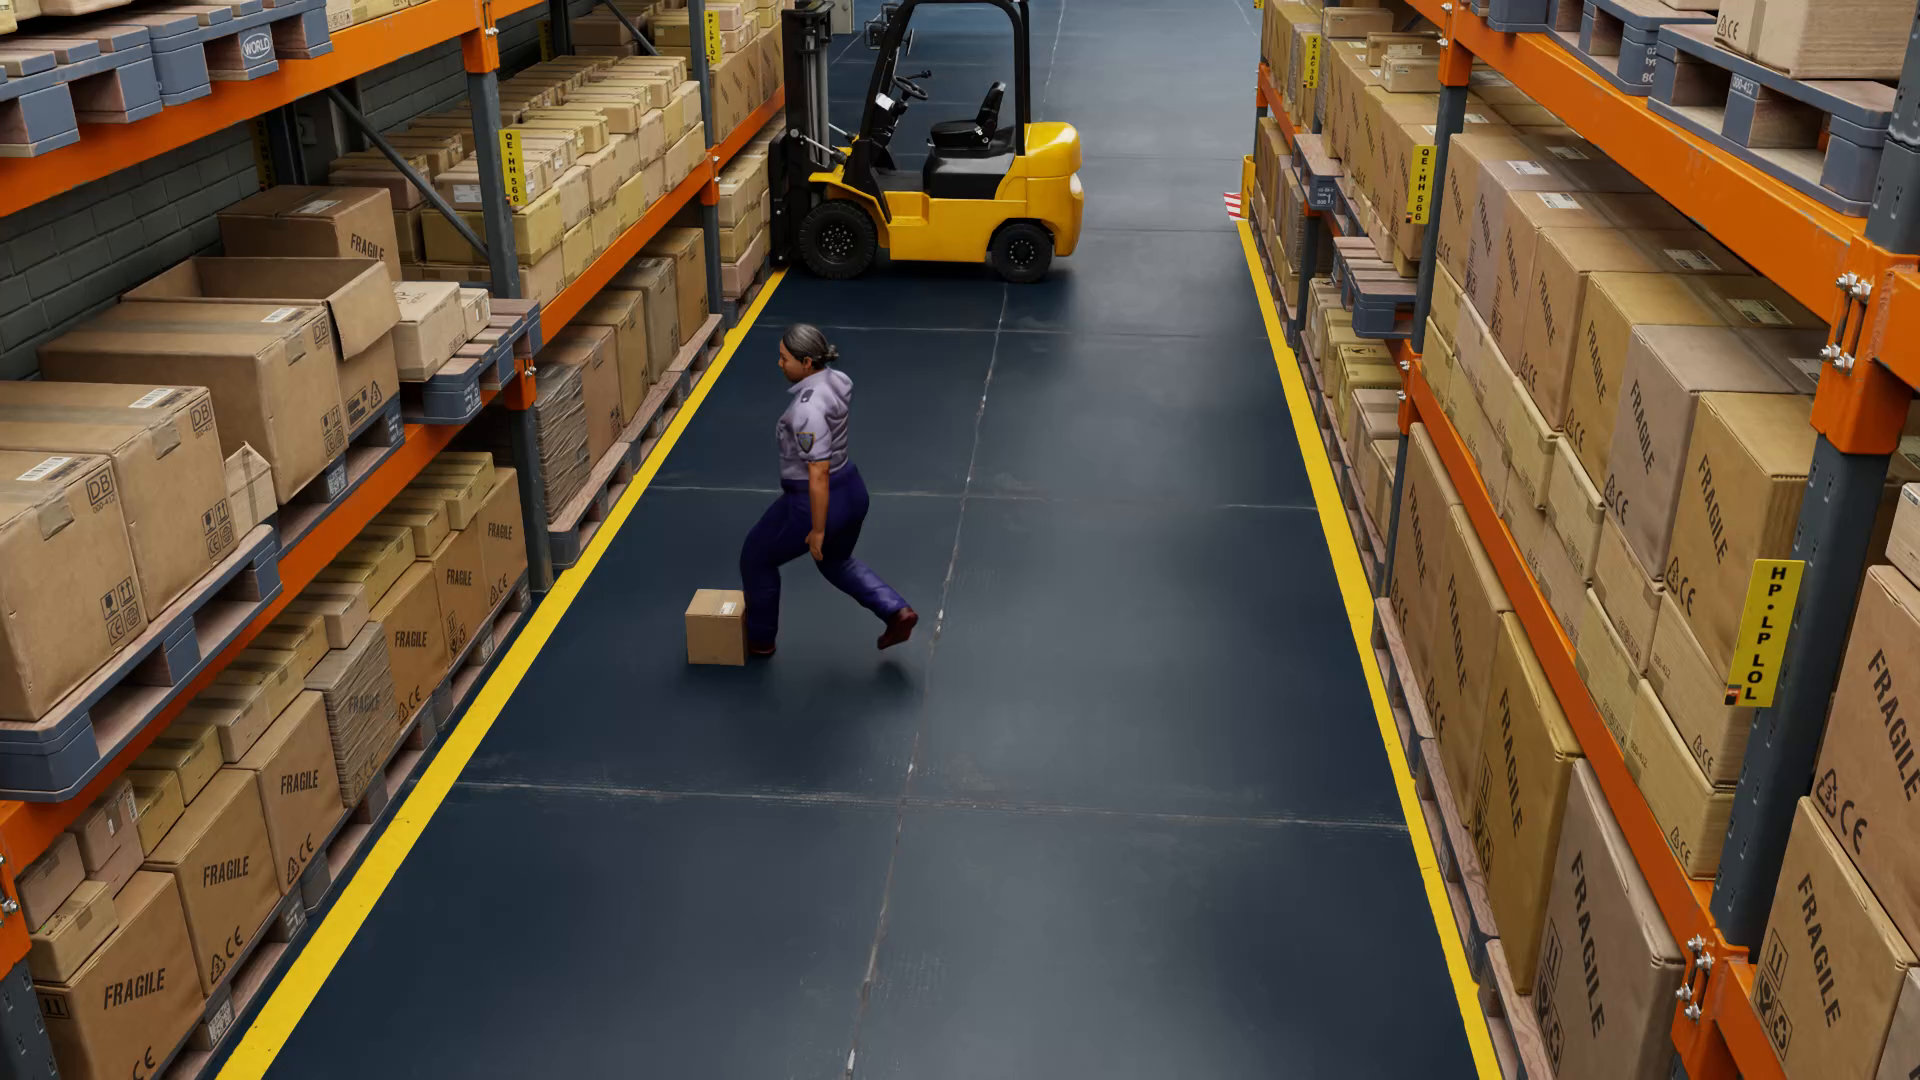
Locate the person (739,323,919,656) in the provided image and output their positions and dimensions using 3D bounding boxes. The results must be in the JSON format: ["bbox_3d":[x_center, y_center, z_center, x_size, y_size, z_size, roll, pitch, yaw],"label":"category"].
[{"bbox_3d":[-0.646,-0.192,7.119,0.938,1.553,0.503,10,27,21],"label":"person"}]
